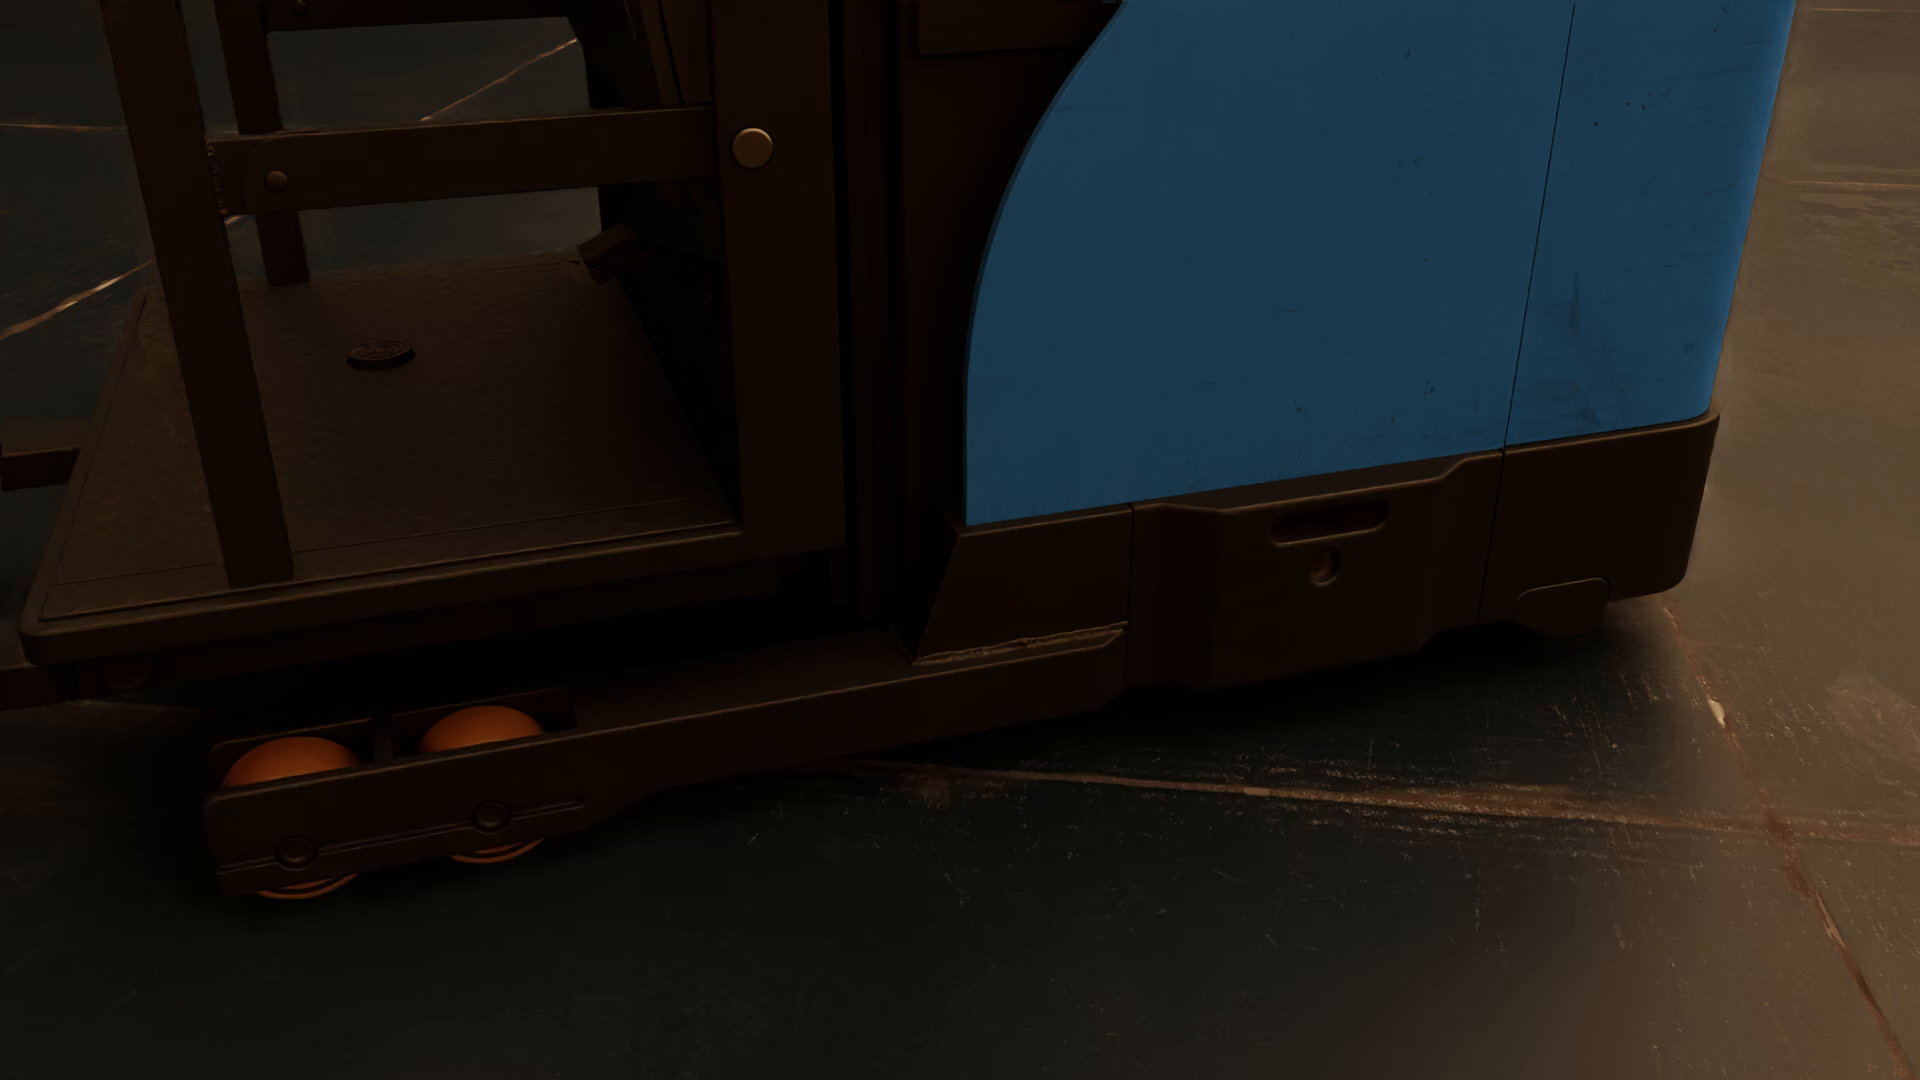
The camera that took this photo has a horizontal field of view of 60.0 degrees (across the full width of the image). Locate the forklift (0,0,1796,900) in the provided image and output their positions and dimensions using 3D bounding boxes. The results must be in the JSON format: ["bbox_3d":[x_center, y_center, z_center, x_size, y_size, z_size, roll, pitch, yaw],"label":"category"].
[{"bbox_3d":[-0.585,-1.200,1.622,3.031,2.935,1.130,-8,28,-16],"label":"forklift"}]
